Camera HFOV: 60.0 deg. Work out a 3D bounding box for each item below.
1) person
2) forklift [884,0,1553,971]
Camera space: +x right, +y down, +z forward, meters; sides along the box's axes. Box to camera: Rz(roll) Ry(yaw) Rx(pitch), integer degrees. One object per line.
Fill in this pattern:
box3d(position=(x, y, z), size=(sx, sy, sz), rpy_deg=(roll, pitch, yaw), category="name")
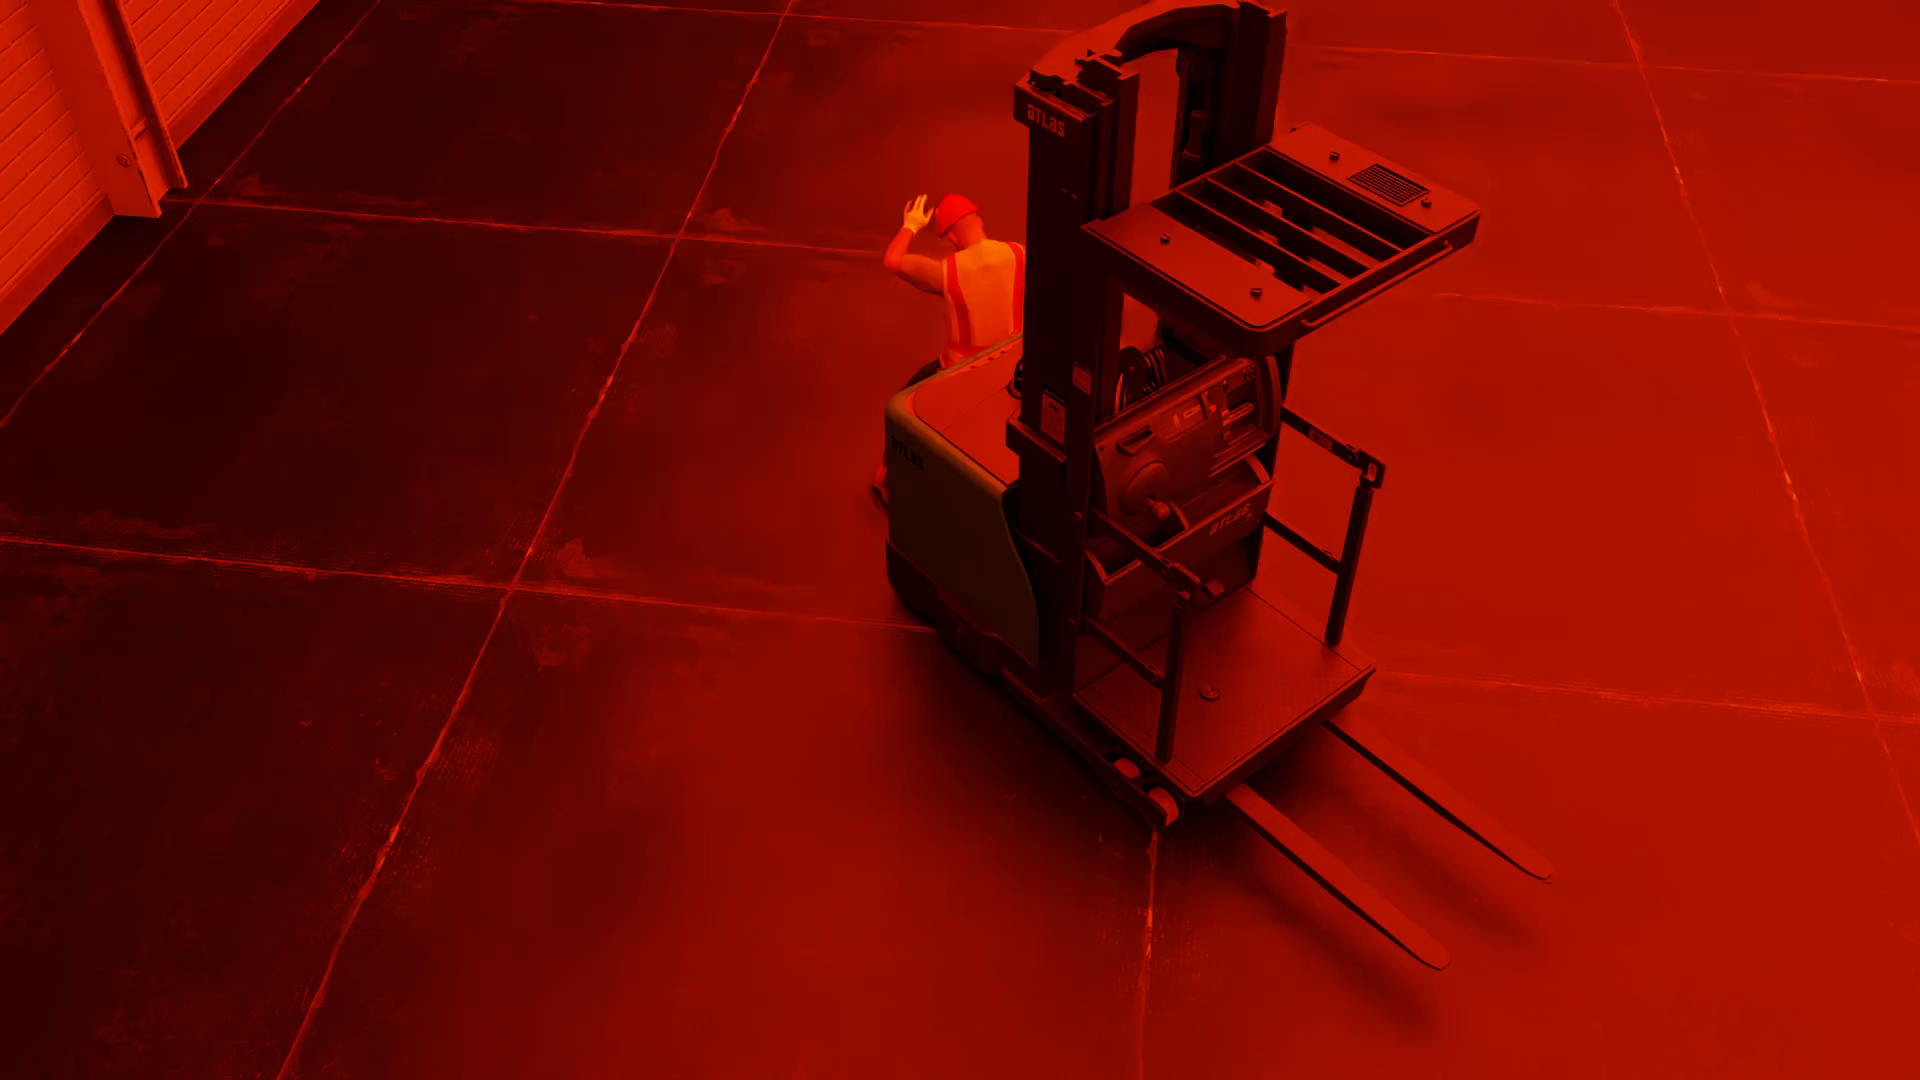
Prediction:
box3d(position=(0.050, -1.066, 8.044), size=(1.059, 1.389, 1.130), rpy_deg=(-5, 43, -5), category="person")
box3d(position=(0.995, -0.319, 6.071), size=(1.130, 2.935, 3.031), rpy_deg=(-29, 50, -28), category="forklift")
